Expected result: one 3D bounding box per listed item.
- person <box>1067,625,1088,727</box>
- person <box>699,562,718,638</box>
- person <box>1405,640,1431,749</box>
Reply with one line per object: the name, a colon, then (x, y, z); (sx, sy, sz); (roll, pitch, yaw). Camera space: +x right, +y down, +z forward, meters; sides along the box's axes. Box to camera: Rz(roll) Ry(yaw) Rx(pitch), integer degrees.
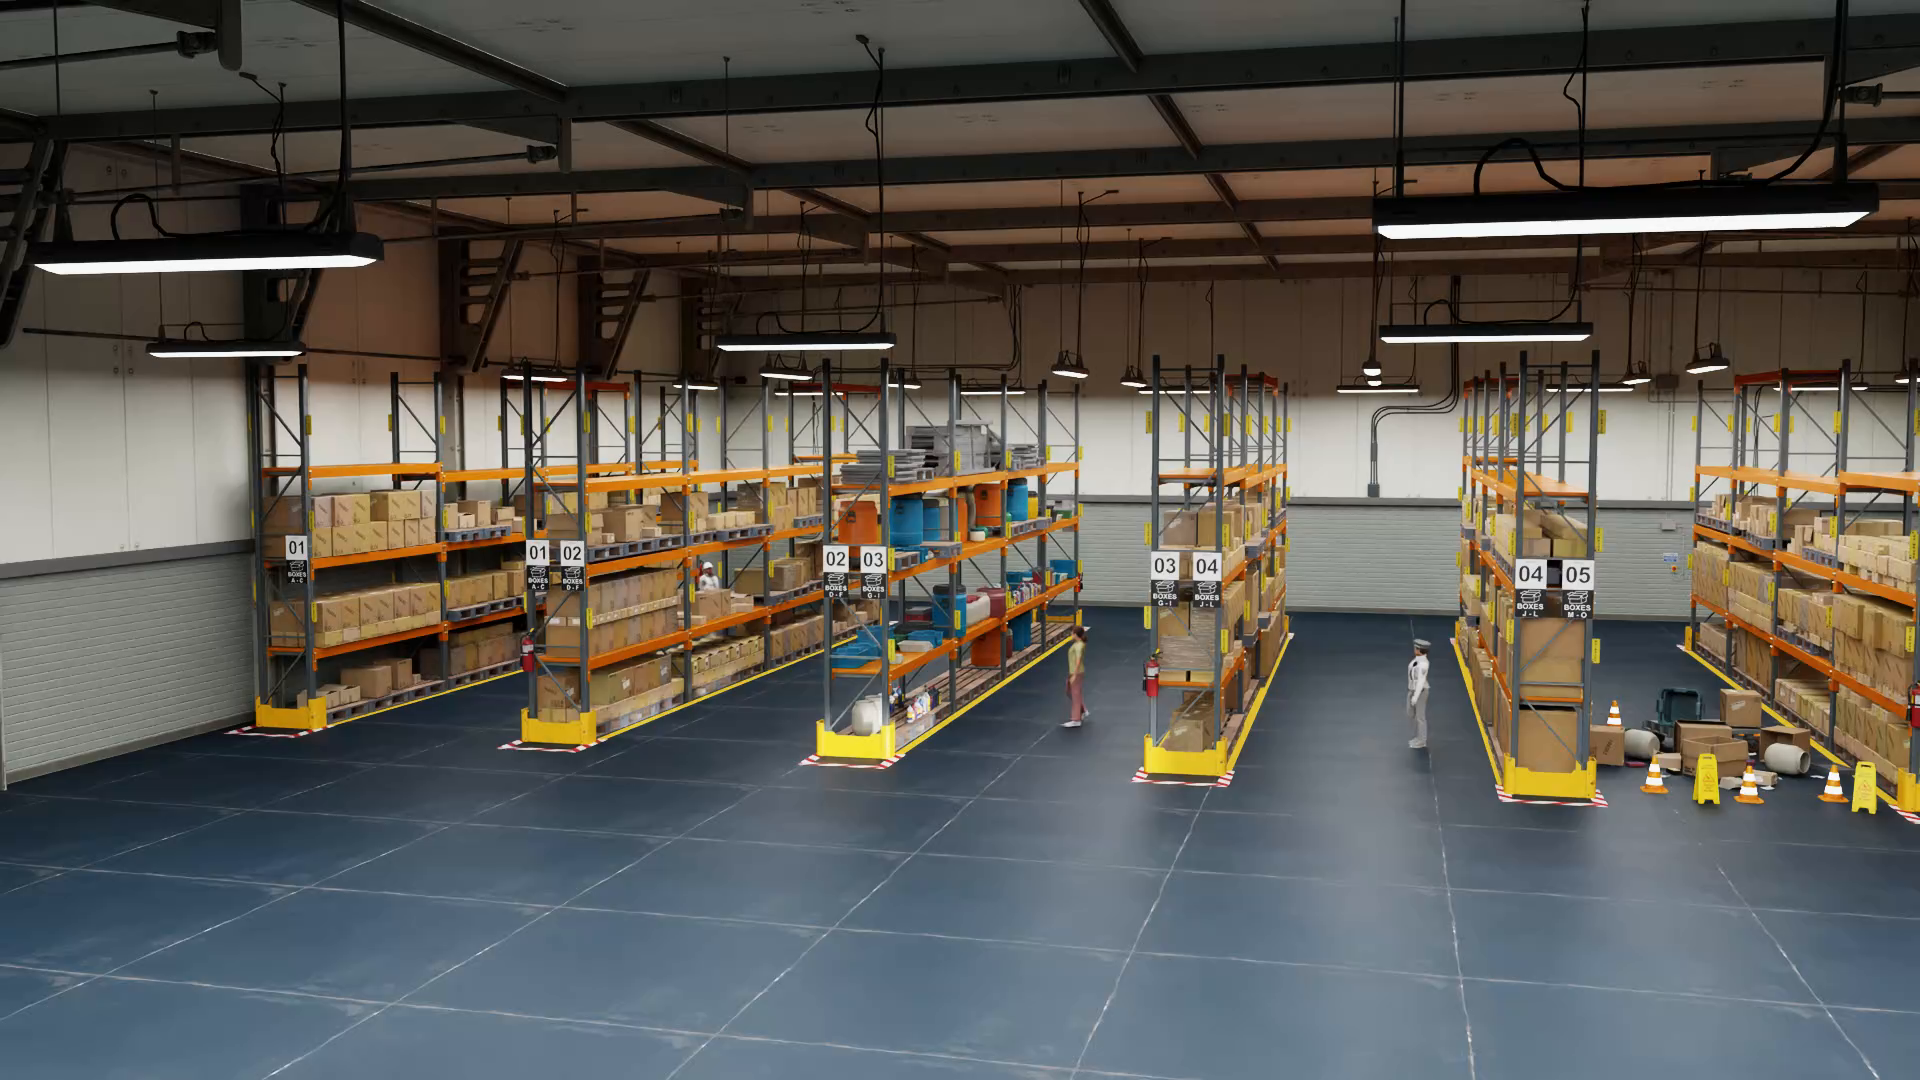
person: (1.952, 2.269, 27.738); (0.433, 1.707, 0.572); (-1, 4, -9)
person: (-5.904, 1.418, 39.230); (0.423, 1.776, 0.561); (2, 5, 31)
person: (7.137, 2.388, 25.903); (0.437, 1.679, 0.568); (-1, 4, -14)
